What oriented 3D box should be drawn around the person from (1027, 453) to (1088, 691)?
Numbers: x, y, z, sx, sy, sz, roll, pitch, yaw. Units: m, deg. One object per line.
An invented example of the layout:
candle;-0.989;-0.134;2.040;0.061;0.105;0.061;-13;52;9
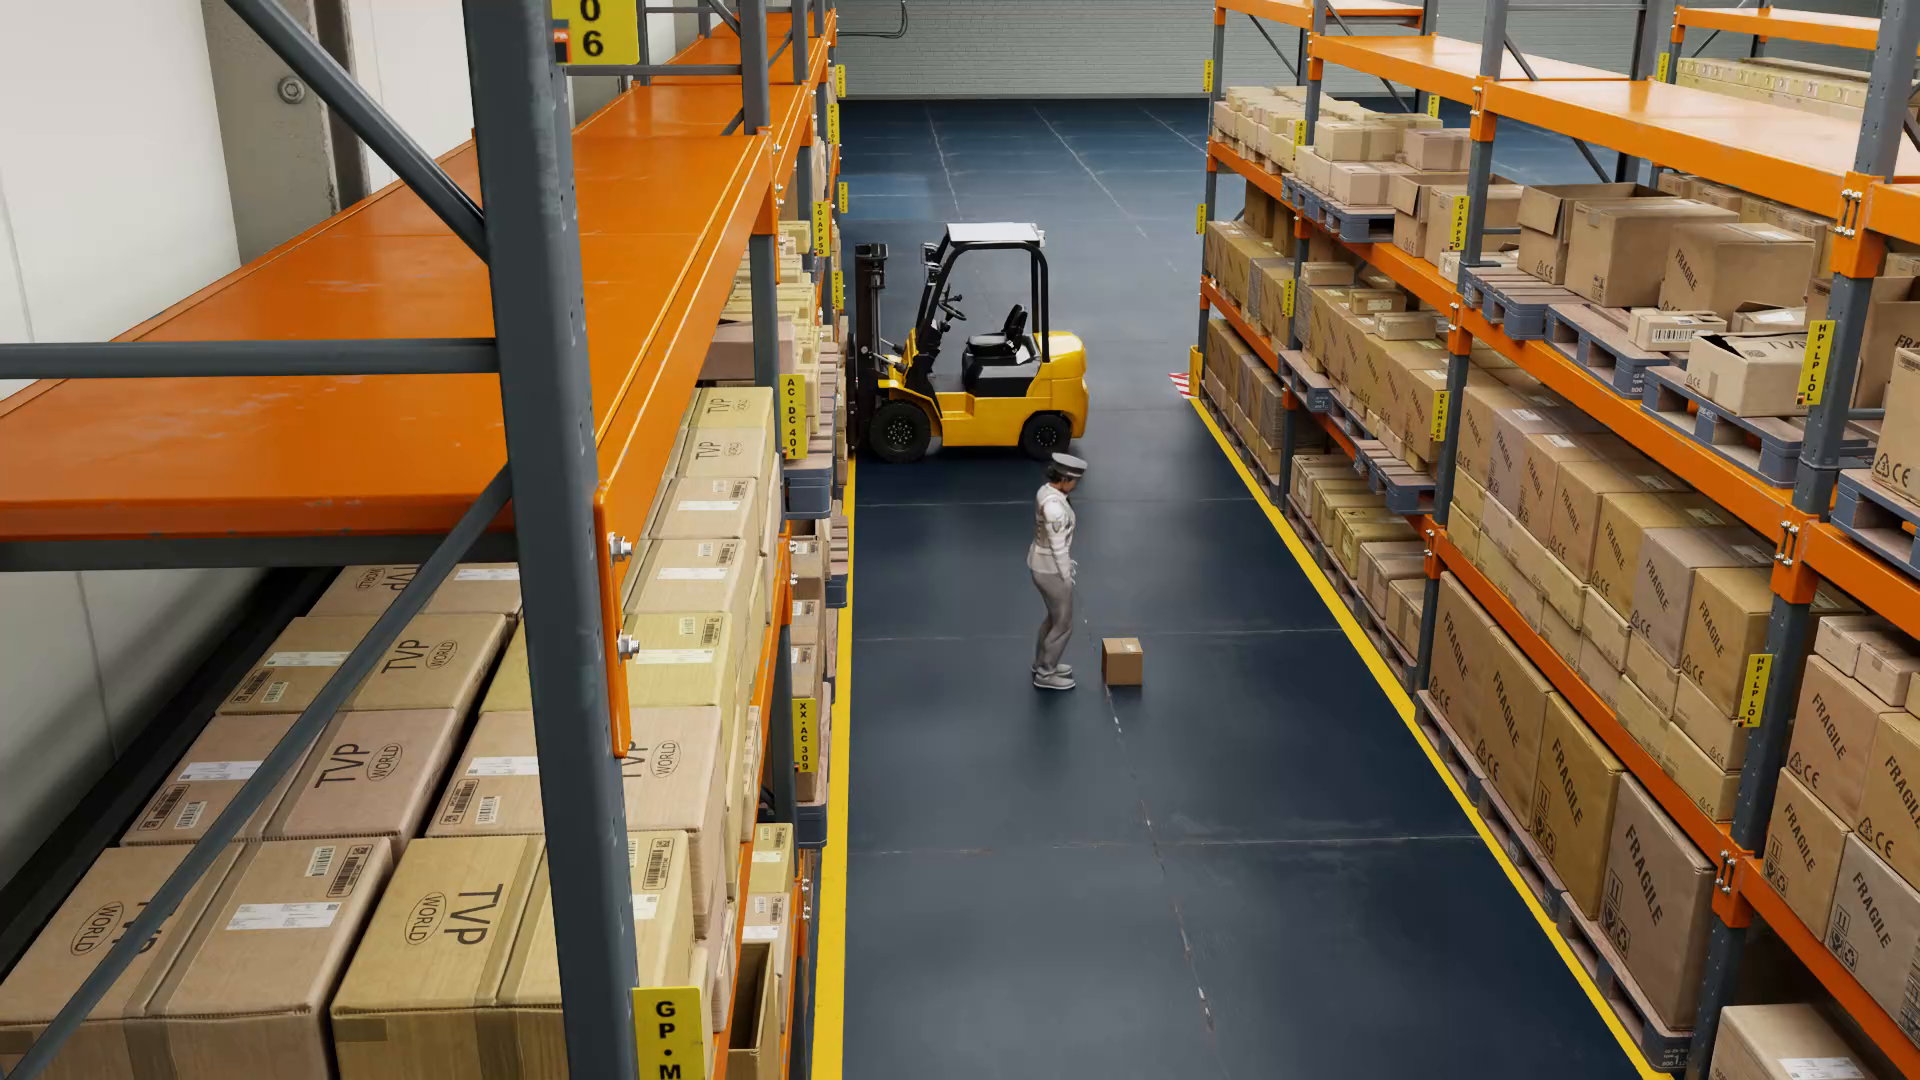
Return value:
person;0.657;0.205;11.390;0.396;1.647;0.488;-1;21;-2
